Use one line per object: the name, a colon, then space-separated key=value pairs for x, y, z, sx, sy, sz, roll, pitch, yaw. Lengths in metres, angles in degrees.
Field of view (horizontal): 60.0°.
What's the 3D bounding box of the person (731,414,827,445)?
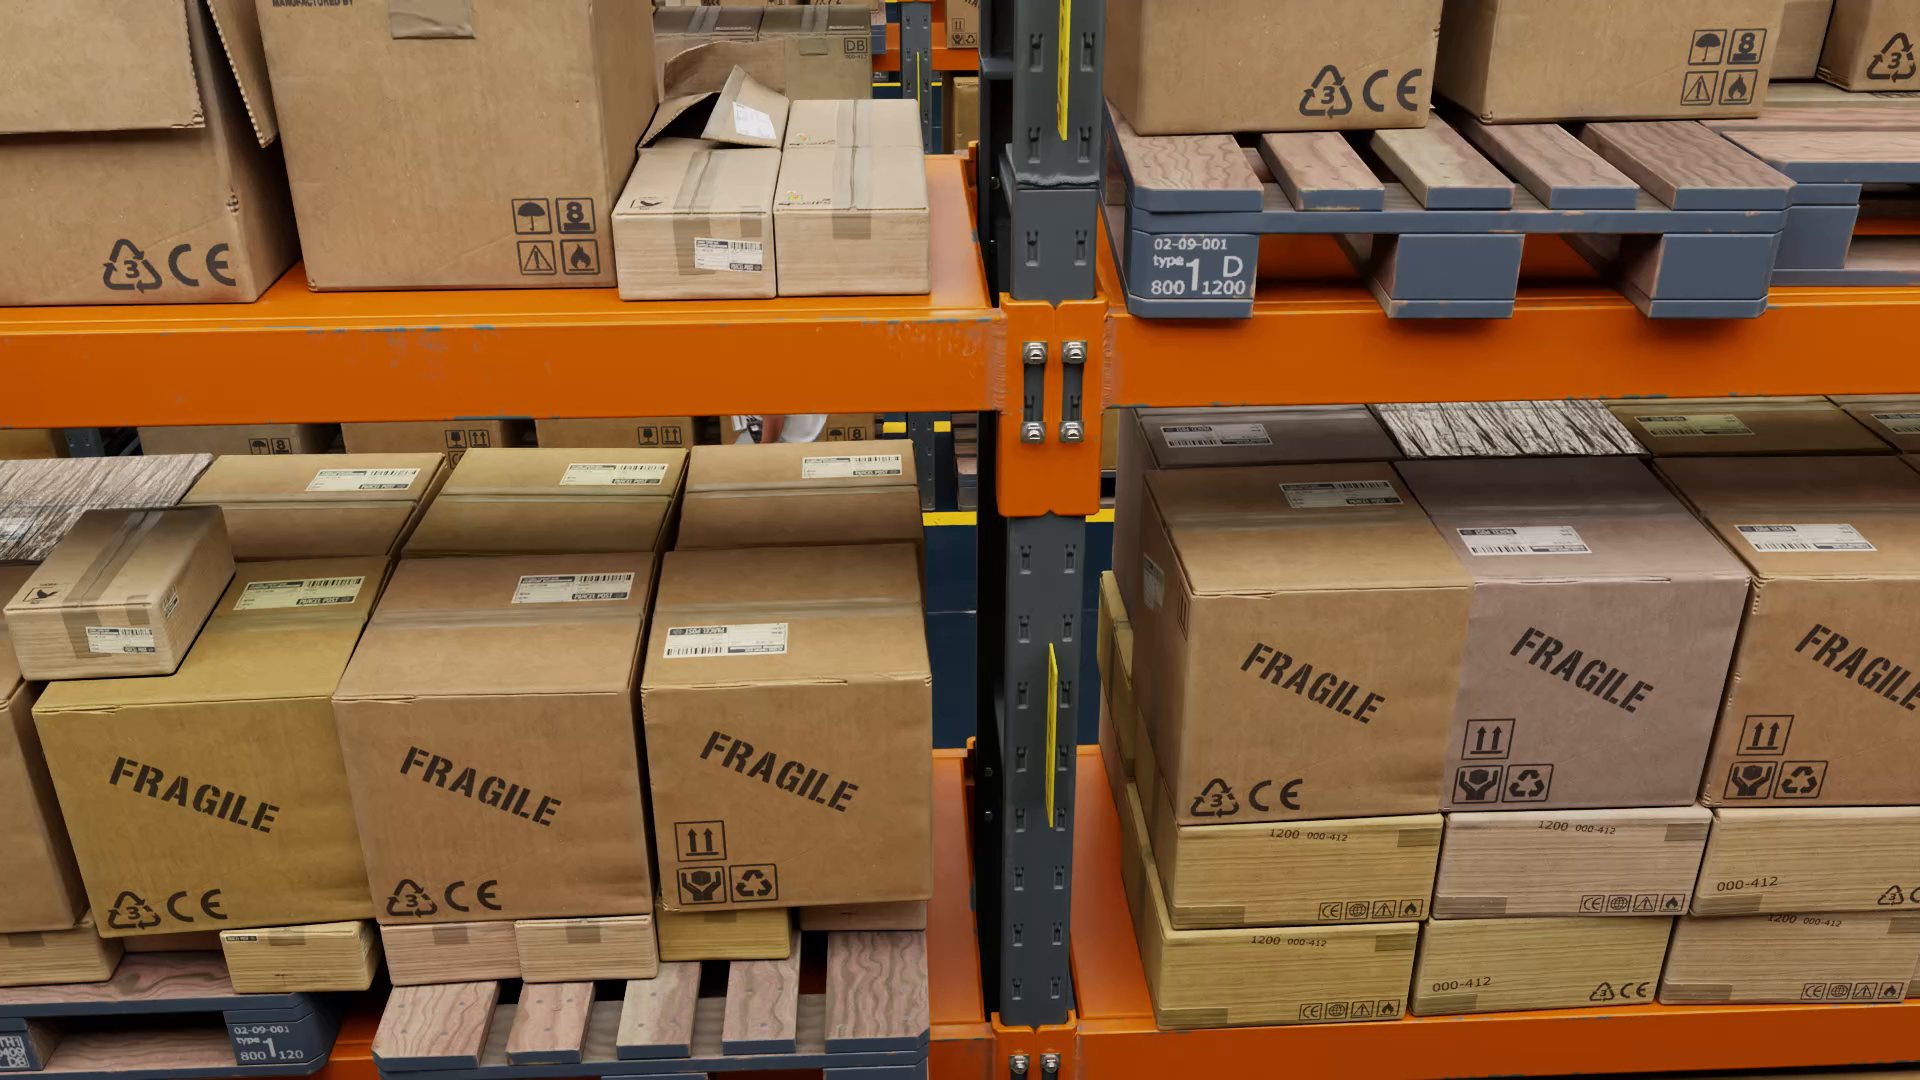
person: x=-0.834 y=-0.472 z=7.028 sx=0.546 sy=1.767 sz=0.594 roll=4 pitch=28 yaw=9
